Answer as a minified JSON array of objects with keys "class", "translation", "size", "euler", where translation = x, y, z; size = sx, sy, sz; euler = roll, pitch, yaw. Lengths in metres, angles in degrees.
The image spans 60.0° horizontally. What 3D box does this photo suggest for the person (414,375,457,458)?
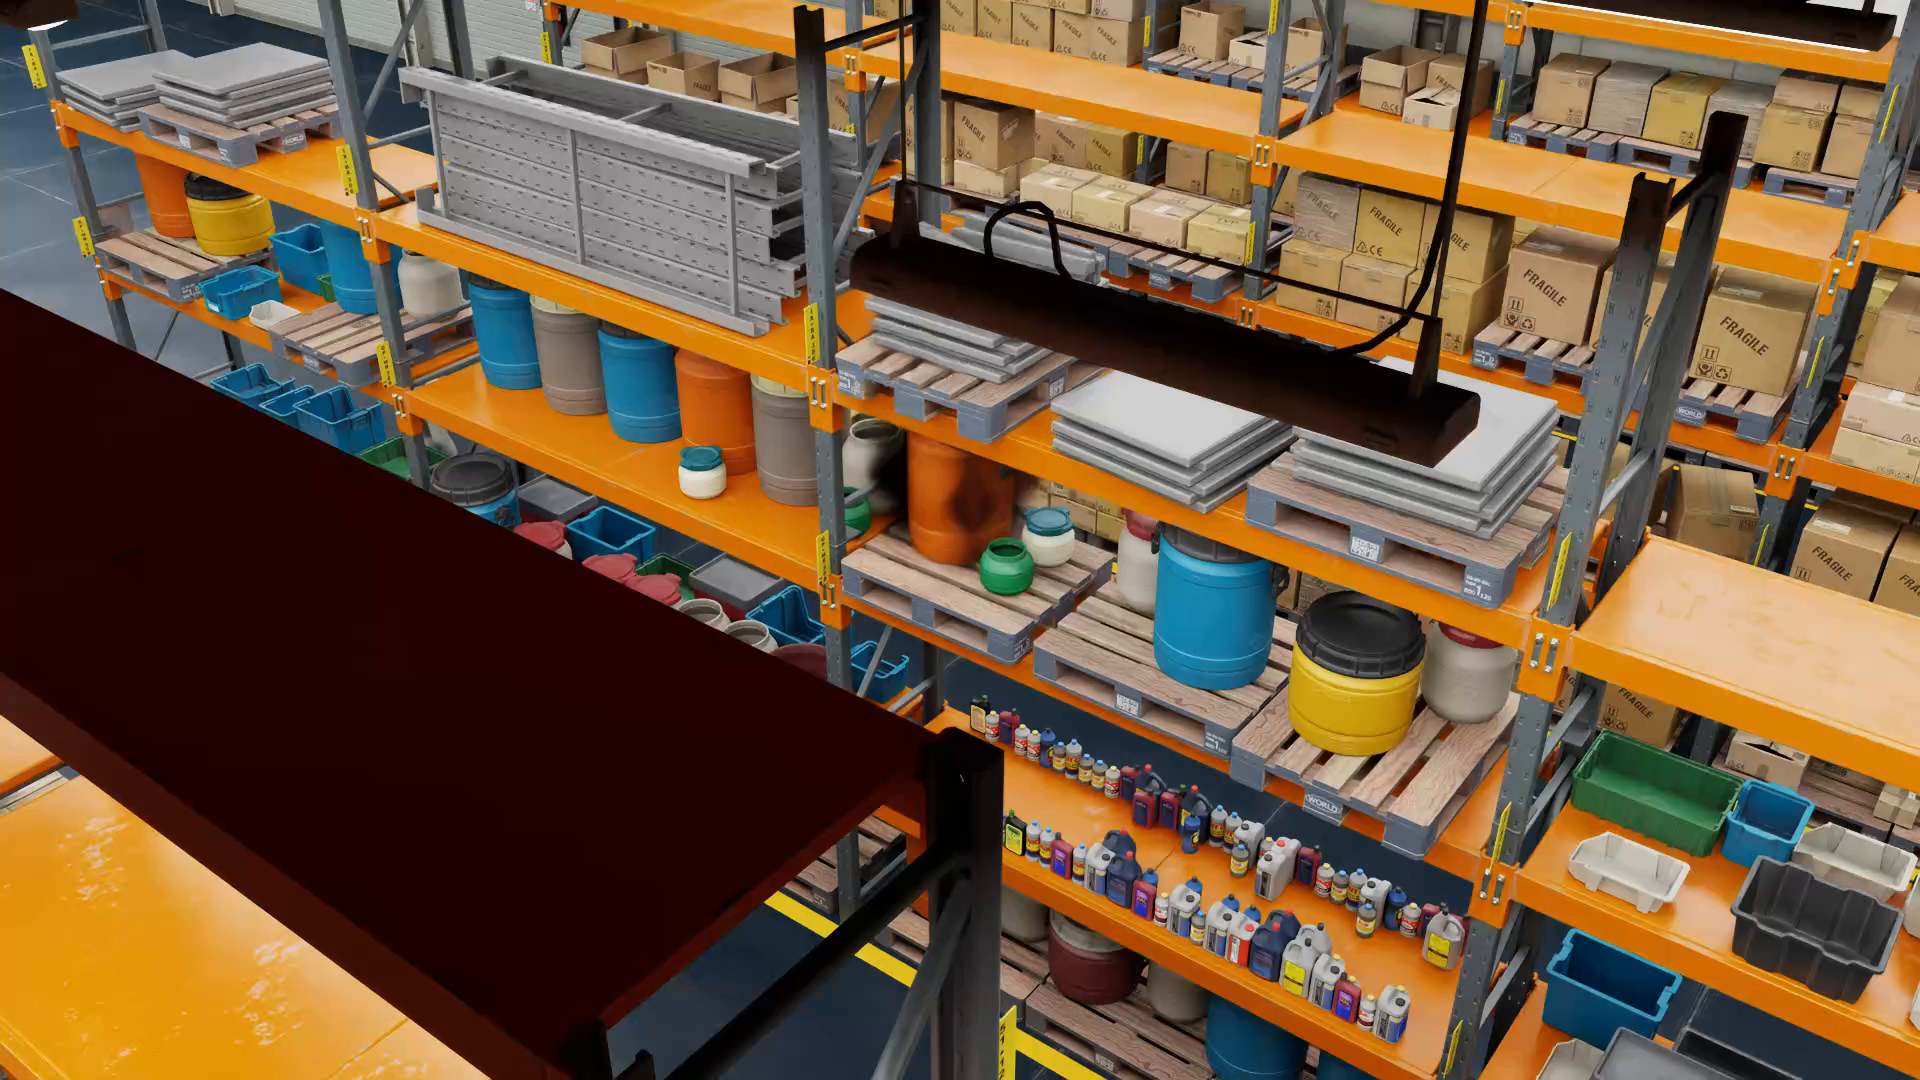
[{"class":"person","translation":[-5.096,-1.312,15.926],"size":[0.563,1.745,0.400],"euler":[19,36,28]}]
